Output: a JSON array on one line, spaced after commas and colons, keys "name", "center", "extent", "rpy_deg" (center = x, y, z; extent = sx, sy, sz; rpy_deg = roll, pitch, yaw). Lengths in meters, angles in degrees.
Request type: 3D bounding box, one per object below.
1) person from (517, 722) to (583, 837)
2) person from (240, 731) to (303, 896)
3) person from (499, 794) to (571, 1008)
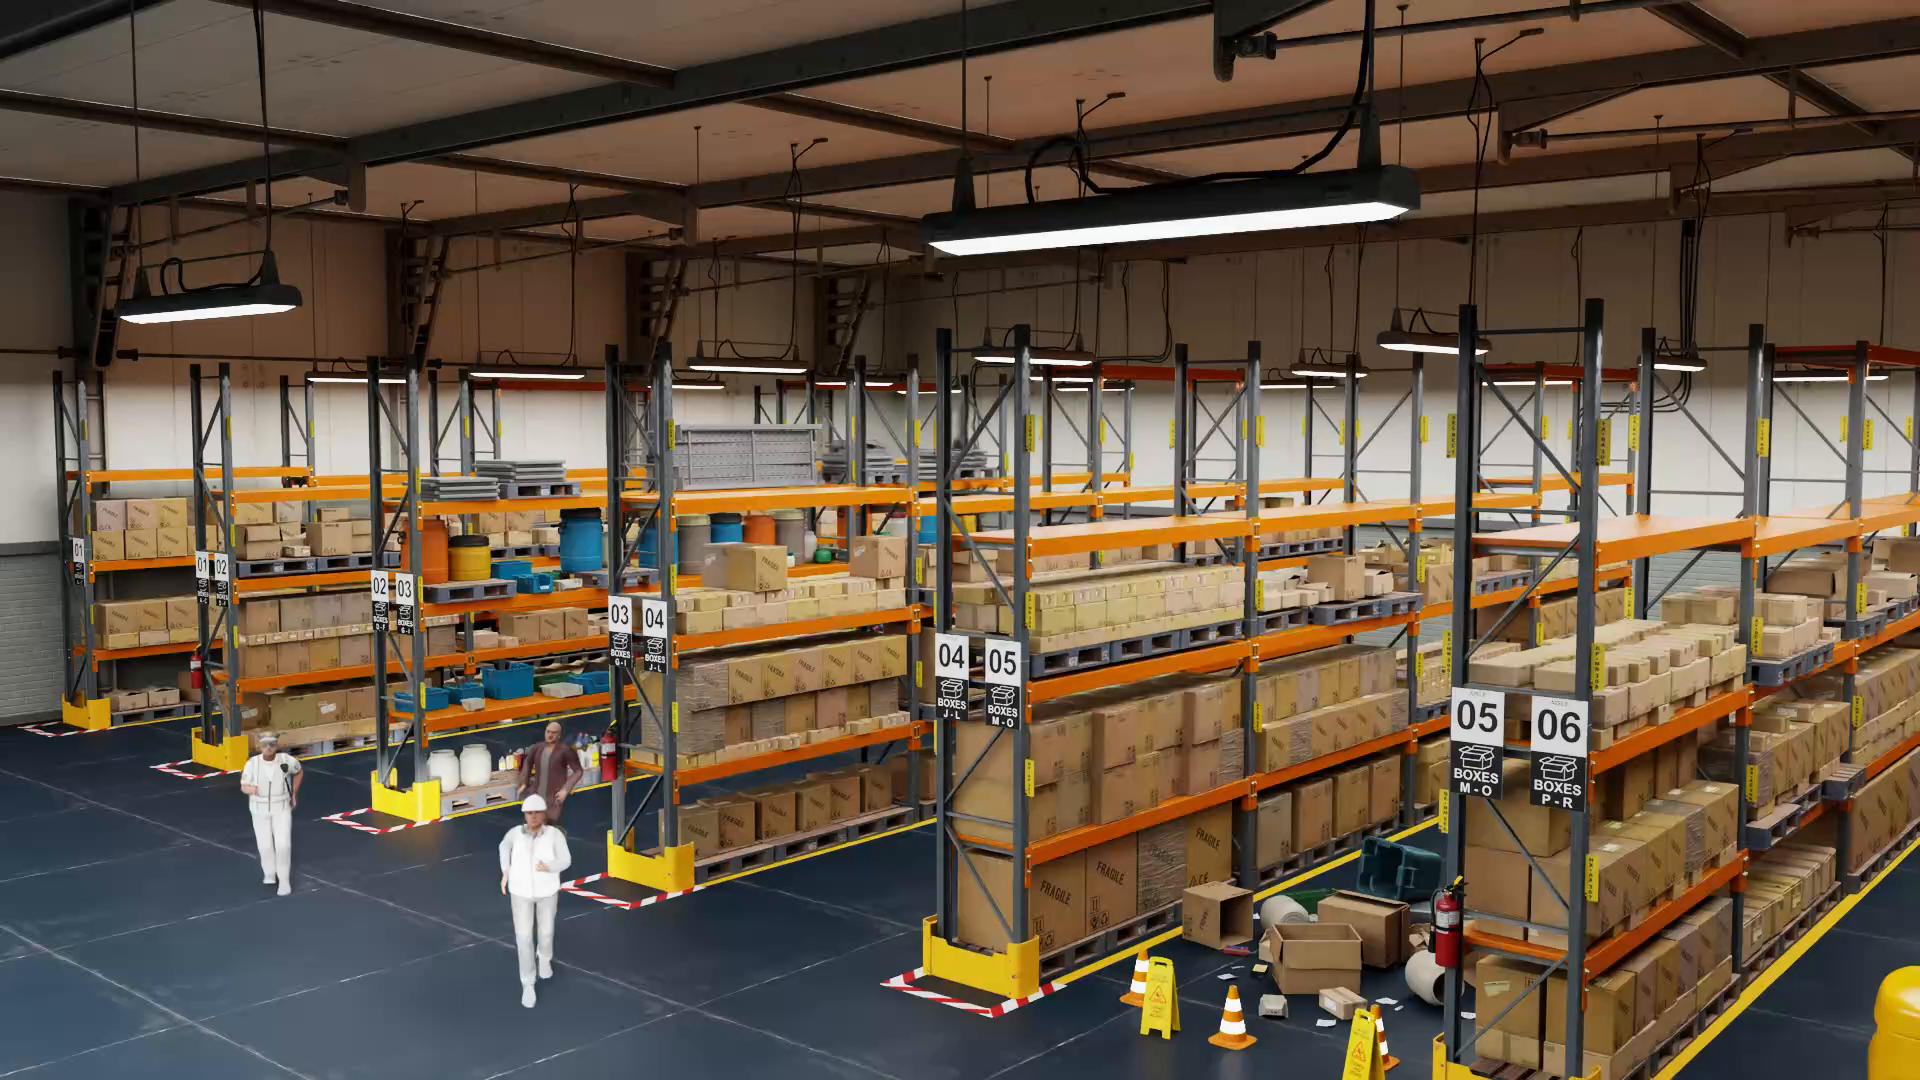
[{"name": "person", "center": [-4.713, 2.940, 19.146], "extent": [0.754, 1.719, 0.608], "rpy_deg": [1, 4, 20]}, {"name": "person", "center": [-7.528, 2.985, 18.181], "extent": [0.611, 1.823, 0.801], "rpy_deg": [-1, 4, -16]}, {"name": "person", "center": [-3.823, 3.188, 14.987], "extent": [0.627, 1.824, 0.869], "rpy_deg": [-1, 4, -14]}]
